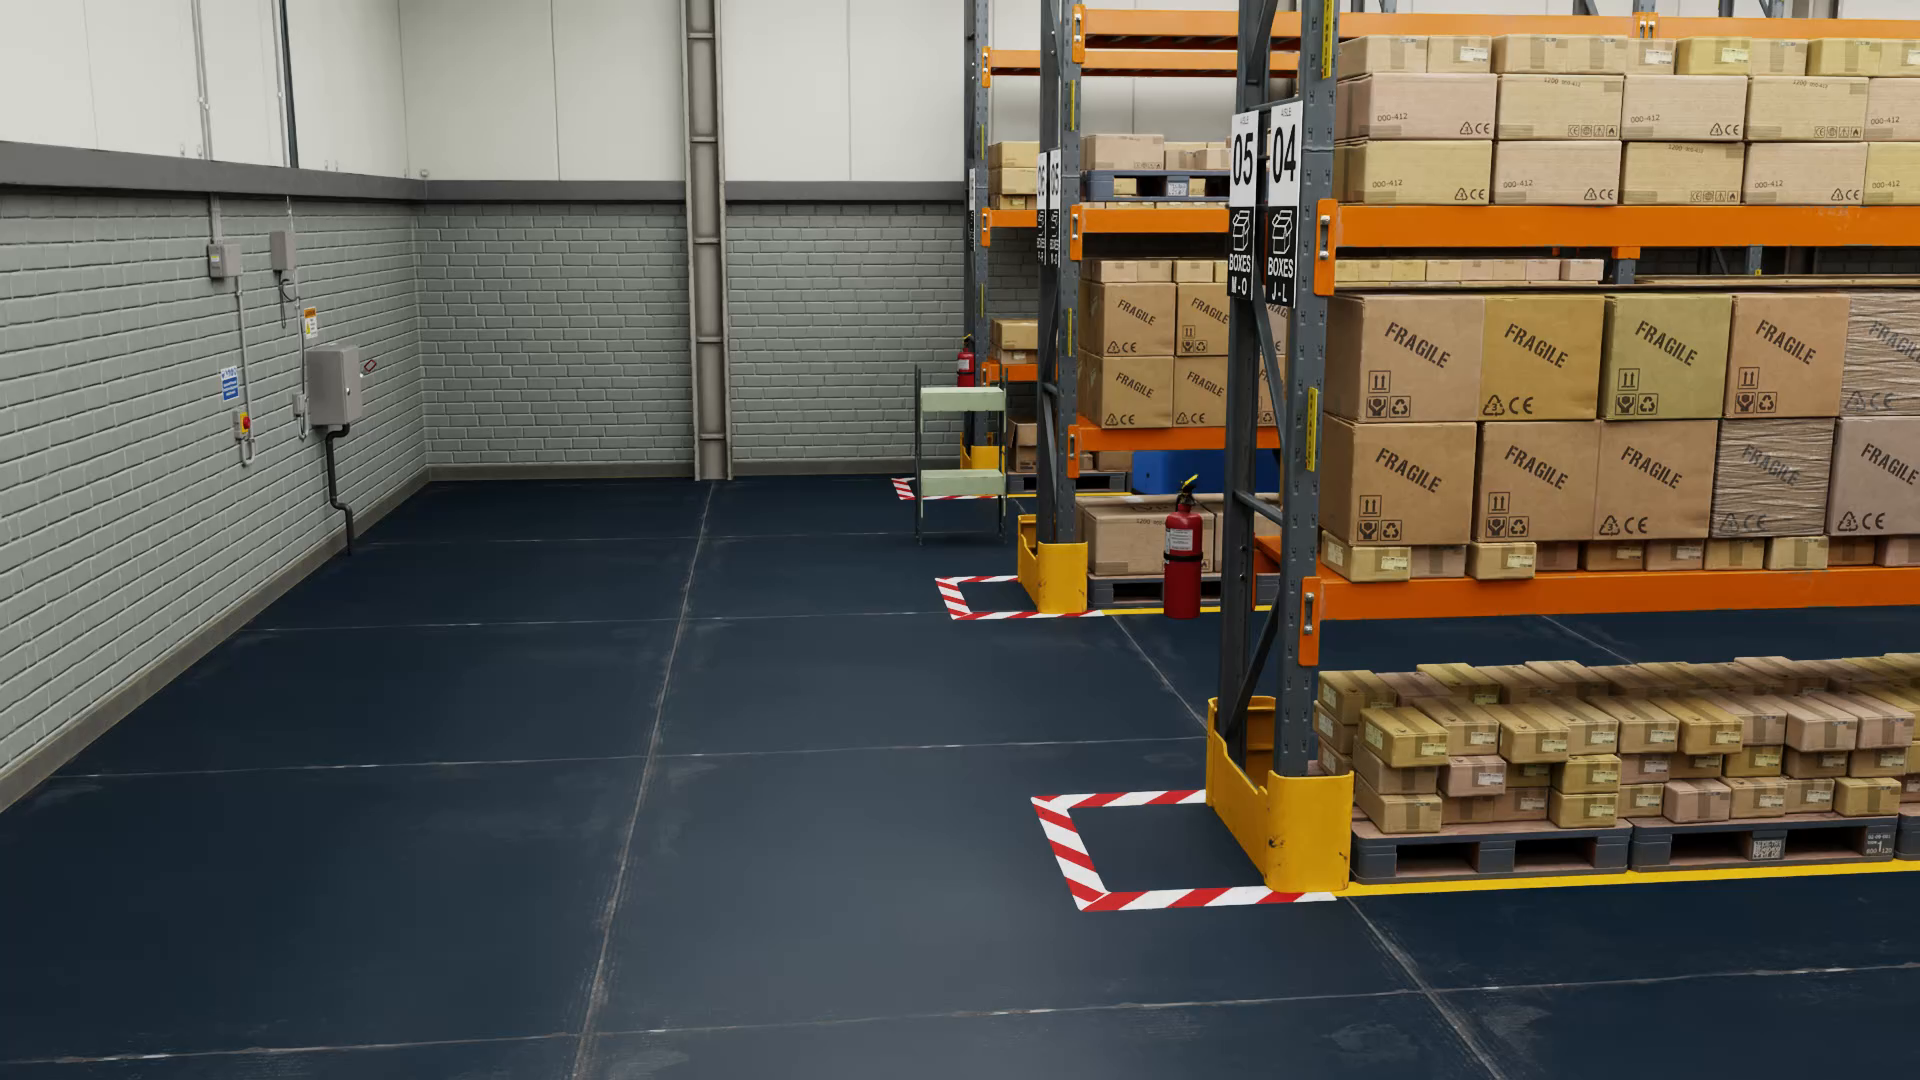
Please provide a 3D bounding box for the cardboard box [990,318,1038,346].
[{"bbox_3d":[0.584,-2.149,17.141,0.500,0.250,0.500,-1,11,-4],"label":"cardboard box"}]

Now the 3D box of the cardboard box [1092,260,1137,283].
[{"bbox_3d":[1.078,-1.877,11.605,0.250,0.149,0.380,-1,11,-5],"label":"cardboard box"}]

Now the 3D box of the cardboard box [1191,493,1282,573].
[{"bbox_3d":[2.249,-0.067,12.486,0.875,0.438,0.875,-1,11,-5],"label":"cardboard box"}]

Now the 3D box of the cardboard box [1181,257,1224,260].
[{"bbox_3d":[1.782,-1.997,12.217,0.250,0.149,0.380,-1,11,-5],"label":"cardboard box"}]

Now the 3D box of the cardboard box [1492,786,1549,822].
[{"bbox_3d":[2.383,1.098,7.307,0.250,0.149,0.380,-1,11,-5],"label":"cardboard box"}]

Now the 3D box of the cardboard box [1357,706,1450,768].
[{"bbox_3d":[1.887,0.838,7.089,0.250,0.149,0.380,-2,11,-9],"label":"cardboard box"}]

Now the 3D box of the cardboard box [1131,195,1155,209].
[{"bbox_3d":[1.769,-3.349,16.501,0.250,0.149,0.380,-1,11,-7],"label":"cardboard box"}]

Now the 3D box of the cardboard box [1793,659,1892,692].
[{"bbox_3d":[4.158,0.687,7.859,0.250,0.149,0.380,-1,11,-8],"label":"cardboard box"}]

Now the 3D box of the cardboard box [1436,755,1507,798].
[{"bbox_3d":[2.157,0.973,7.173,0.250,0.149,0.380,-1,11,-6],"label":"cardboard box"}]

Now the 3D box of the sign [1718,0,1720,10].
[{"bbox_3d":[8.045,-5.769,17.552,0.005,0.325,0.100,-1,11,-6],"label":"sign"}]

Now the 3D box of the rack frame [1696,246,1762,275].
[{"bbox_3d":[8.108,-2.183,17.696,0.127,3.000,1.000,-1,11,-6],"label":"rack frame"}]

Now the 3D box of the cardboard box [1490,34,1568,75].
[{"bbox_3d":[2.209,-1.913,6.606,0.250,0.149,0.380,-1,11,-6],"label":"cardboard box"}]

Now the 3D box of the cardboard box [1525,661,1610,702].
[{"bbox_3d":[2.854,0.691,7.839,0.250,0.149,0.380,-1,11,-4],"label":"cardboard box"}]

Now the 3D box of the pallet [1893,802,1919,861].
[{"bbox_3d":[4.643,1.188,7.775,1.213,0.211,1.003,-1,11,-6],"label":"pallet"}]

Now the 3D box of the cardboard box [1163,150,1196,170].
[{"bbox_3d":[1.541,-2.719,11.949,0.250,0.149,0.380,-2,11,-10],"label":"cardboard box"}]

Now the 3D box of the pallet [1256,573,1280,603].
[{"bbox_3d":[2.691,0.247,12.562,1.213,0.211,1.003,-1,11,-6],"label":"pallet"}]

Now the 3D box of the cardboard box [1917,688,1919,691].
[{"bbox_3d":[4.484,0.777,7.399,0.250,0.149,0.380,-1,11,-7],"label":"cardboard box"}]

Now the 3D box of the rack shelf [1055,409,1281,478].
[{"bbox_3d":[2.683,-0.753,12.288,4.000,0.370,1.077,-1,11,-6],"label":"rack shelf"}]

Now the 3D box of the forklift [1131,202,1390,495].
[{"bbox_3d":[3.133,-1.586,14.835,3.031,2.935,1.130,-2,11,-10],"label":"forklift"}]

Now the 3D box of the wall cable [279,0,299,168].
[{"bbox_3d":[-5.272,-4.533,14.002,0.133,3.039,2.988,-1,11,-6],"label":"wall cable"}]

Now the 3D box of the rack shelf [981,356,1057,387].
[{"bbox_3d":[2.143,-1.705,17.129,4.000,0.370,1.077,-1,11,-6],"label":"rack shelf"}]

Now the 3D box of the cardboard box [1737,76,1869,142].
[{"bbox_3d":[3.319,-1.750,6.811,0.500,0.250,0.500,-2,11,-8],"label":"cardboard box"}]

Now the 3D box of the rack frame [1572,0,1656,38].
[{"bbox_3d":[4.671,-4.091,11.851,0.127,3.000,1.000,-1,11,-6],"label":"rack frame"}]

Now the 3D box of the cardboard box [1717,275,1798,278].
[{"bbox_3d":[6.108,-1.764,12.713,0.500,0.500,0.500,-1,11,-4],"label":"cardboard box"}]

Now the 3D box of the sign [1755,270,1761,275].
[{"bbox_3d":[8.176,-2.608,17.063,0.005,0.325,0.100,-1,11,-6],"label":"sign"}]

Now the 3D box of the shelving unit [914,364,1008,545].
[{"bbox_3d":[0.007,-0.736,14.224,0.755,1.500,0.431,-1,11,-6],"label":"shelving unit"}]

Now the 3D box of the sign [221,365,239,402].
[{"bbox_3d":[-4.964,-1.065,11.306,0.001,0.218,0.327,-1,11,-6],"label":"sign"}]

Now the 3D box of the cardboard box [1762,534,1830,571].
[{"bbox_3d":[3.501,0.020,7.142,0.250,0.149,0.380,-1,11,-5],"label":"cardboard box"}]

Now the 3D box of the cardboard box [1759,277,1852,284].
[{"bbox_3d":[6.141,-1.667,12.222,0.500,0.500,0.500,-1,11,-7],"label":"cardboard box"}]

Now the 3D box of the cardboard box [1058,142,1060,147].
[{"bbox_3d":[1.131,-3.774,16.334,0.500,0.250,0.500,-1,11,-6],"label":"cardboard box"}]

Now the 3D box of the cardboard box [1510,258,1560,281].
[{"bbox_3d":[4.126,-1.954,11.996,0.250,0.149,0.380,-1,11,-5],"label":"cardboard box"}]

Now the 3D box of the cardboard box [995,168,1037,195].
[{"bbox_3d":[0.626,-3.517,16.325,0.500,0.250,0.500,-1,11,-7],"label":"cardboard box"}]

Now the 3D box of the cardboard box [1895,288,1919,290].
[{"bbox_3d":[4.355,-0.813,7.104,0.500,0.500,0.500,-2,11,-8],"label":"cardboard box"}]

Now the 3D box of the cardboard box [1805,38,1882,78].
[{"bbox_3d":[3.492,-1.940,6.742,0.250,0.149,0.380,-1,11,-7],"label":"cardboard box"}]

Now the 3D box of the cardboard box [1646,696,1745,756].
[{"bbox_3d":[3.194,0.807,7.248,0.250,0.149,0.380,-1,11,-5],"label":"cardboard box"}]

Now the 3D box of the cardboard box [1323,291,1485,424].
[{"bbox_3d":[1.805,-0.761,6.842,0.500,0.500,0.500,-1,11,-6],"label":"cardboard box"}]

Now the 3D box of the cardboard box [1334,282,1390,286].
[{"bbox_3d":[2.722,-1.594,11.851,0.500,0.500,0.500,-1,11,-6],"label":"cardboard box"}]

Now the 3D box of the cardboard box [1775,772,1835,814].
[{"bbox_3d":[3.658,1.080,7.401,0.250,0.149,0.380,-1,11,-5],"label":"cardboard box"}]

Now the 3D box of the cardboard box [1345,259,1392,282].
[{"bbox_3d":[2.879,-1.916,11.804,0.250,0.149,0.380,-1,11,-6],"label":"cardboard box"}]

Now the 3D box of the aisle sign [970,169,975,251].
[{"bbox_3d":[0.119,-3.234,16.303,0.004,0.787,0.394,-1,11,-6],"label":"aisle sign"}]

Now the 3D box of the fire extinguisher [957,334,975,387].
[{"bbox_3d":[0.059,-1.704,16.425,0.183,0.674,0.296,-1,11,-6],"label":"fire extinguisher"}]

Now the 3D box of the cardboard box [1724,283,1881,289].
[{"bbox_3d":[3.813,-0.905,7.574,0.500,0.500,0.500,-1,11,-5],"label":"cardboard box"}]

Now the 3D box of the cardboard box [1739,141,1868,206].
[{"bbox_3d":[3.353,-1.508,6.874,0.500,0.250,0.500,-1,11,-6],"label":"cardboard box"}]

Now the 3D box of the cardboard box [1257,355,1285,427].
[{"bbox_3d":[2.210,-1.091,11.884,0.500,0.500,0.500,-1,11,-6],"label":"cardboard box"}]

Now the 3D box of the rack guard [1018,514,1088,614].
[{"bbox_3d":[0.671,0.163,12.245,0.348,0.500,1.175,-1,11,-6],"label":"rack guard"}]

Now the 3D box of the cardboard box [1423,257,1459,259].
[{"bbox_3d":[3.573,-2.034,12.404,0.250,0.149,0.380,-1,11,-6],"label":"cardboard box"}]

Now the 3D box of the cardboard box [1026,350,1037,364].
[{"bbox_3d":[0.759,-1.861,16.711,0.250,0.149,0.380,-1,11,-5],"label":"cardboard box"}]

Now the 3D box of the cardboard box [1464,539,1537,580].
[{"bbox_3d":[2.209,0.054,6.971,0.250,0.149,0.380,-2,11,-8],"label":"cardboard box"}]

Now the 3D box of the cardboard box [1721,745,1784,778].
[{"bbox_3d":[3.446,0.925,7.416,0.250,0.149,0.380,-1,11,-3],"label":"cardboard box"}]

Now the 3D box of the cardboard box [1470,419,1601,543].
[{"bbox_3d":[2.335,-0.285,7.010,0.500,0.500,0.500,-1,11,-6],"label":"cardboard box"}]
